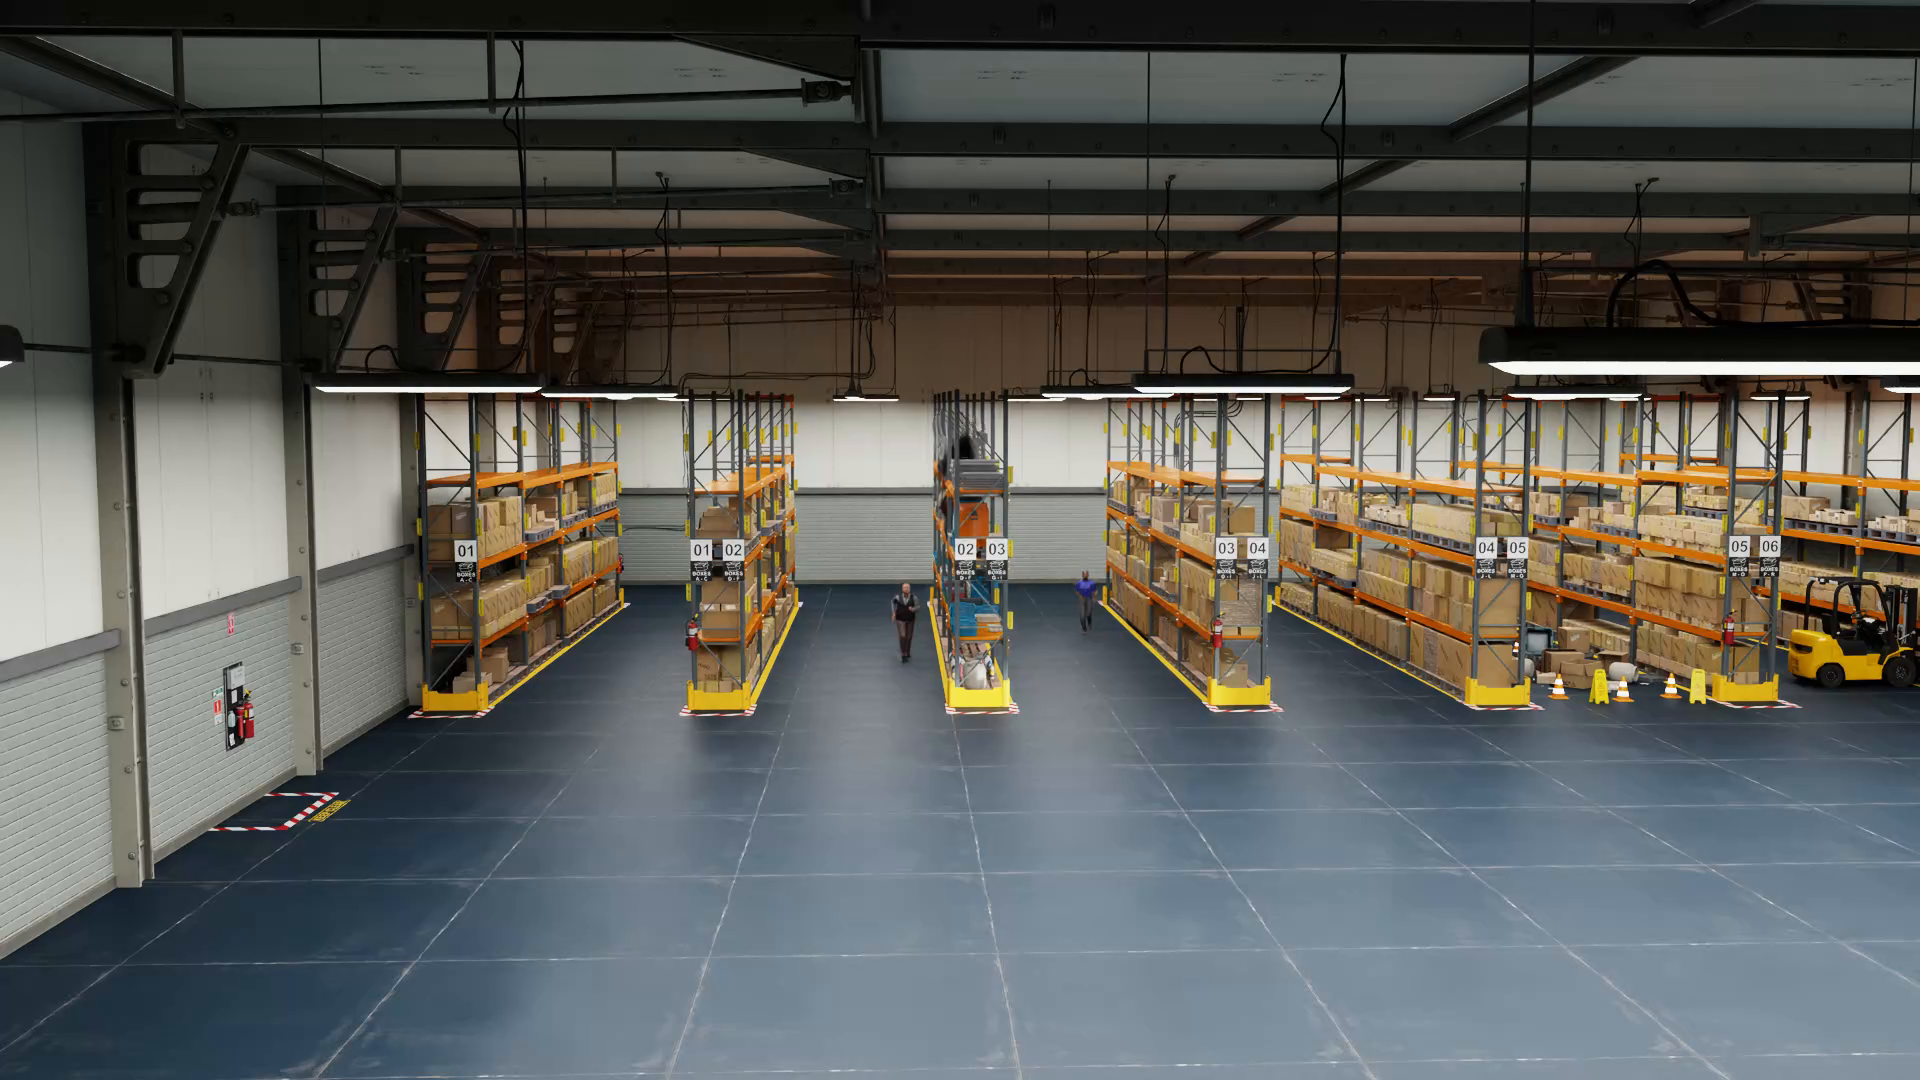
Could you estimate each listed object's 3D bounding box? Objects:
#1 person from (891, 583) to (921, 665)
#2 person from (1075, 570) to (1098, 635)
[{"bbox_3d":[-1.199,1.837,36.988,0.628,1.771,0.871,-1,5,-10],"label":"person"},{"bbox_3d":[3.123,1.566,41.263,0.570,1.603,0.541,1,5,7],"label":"person"}]
